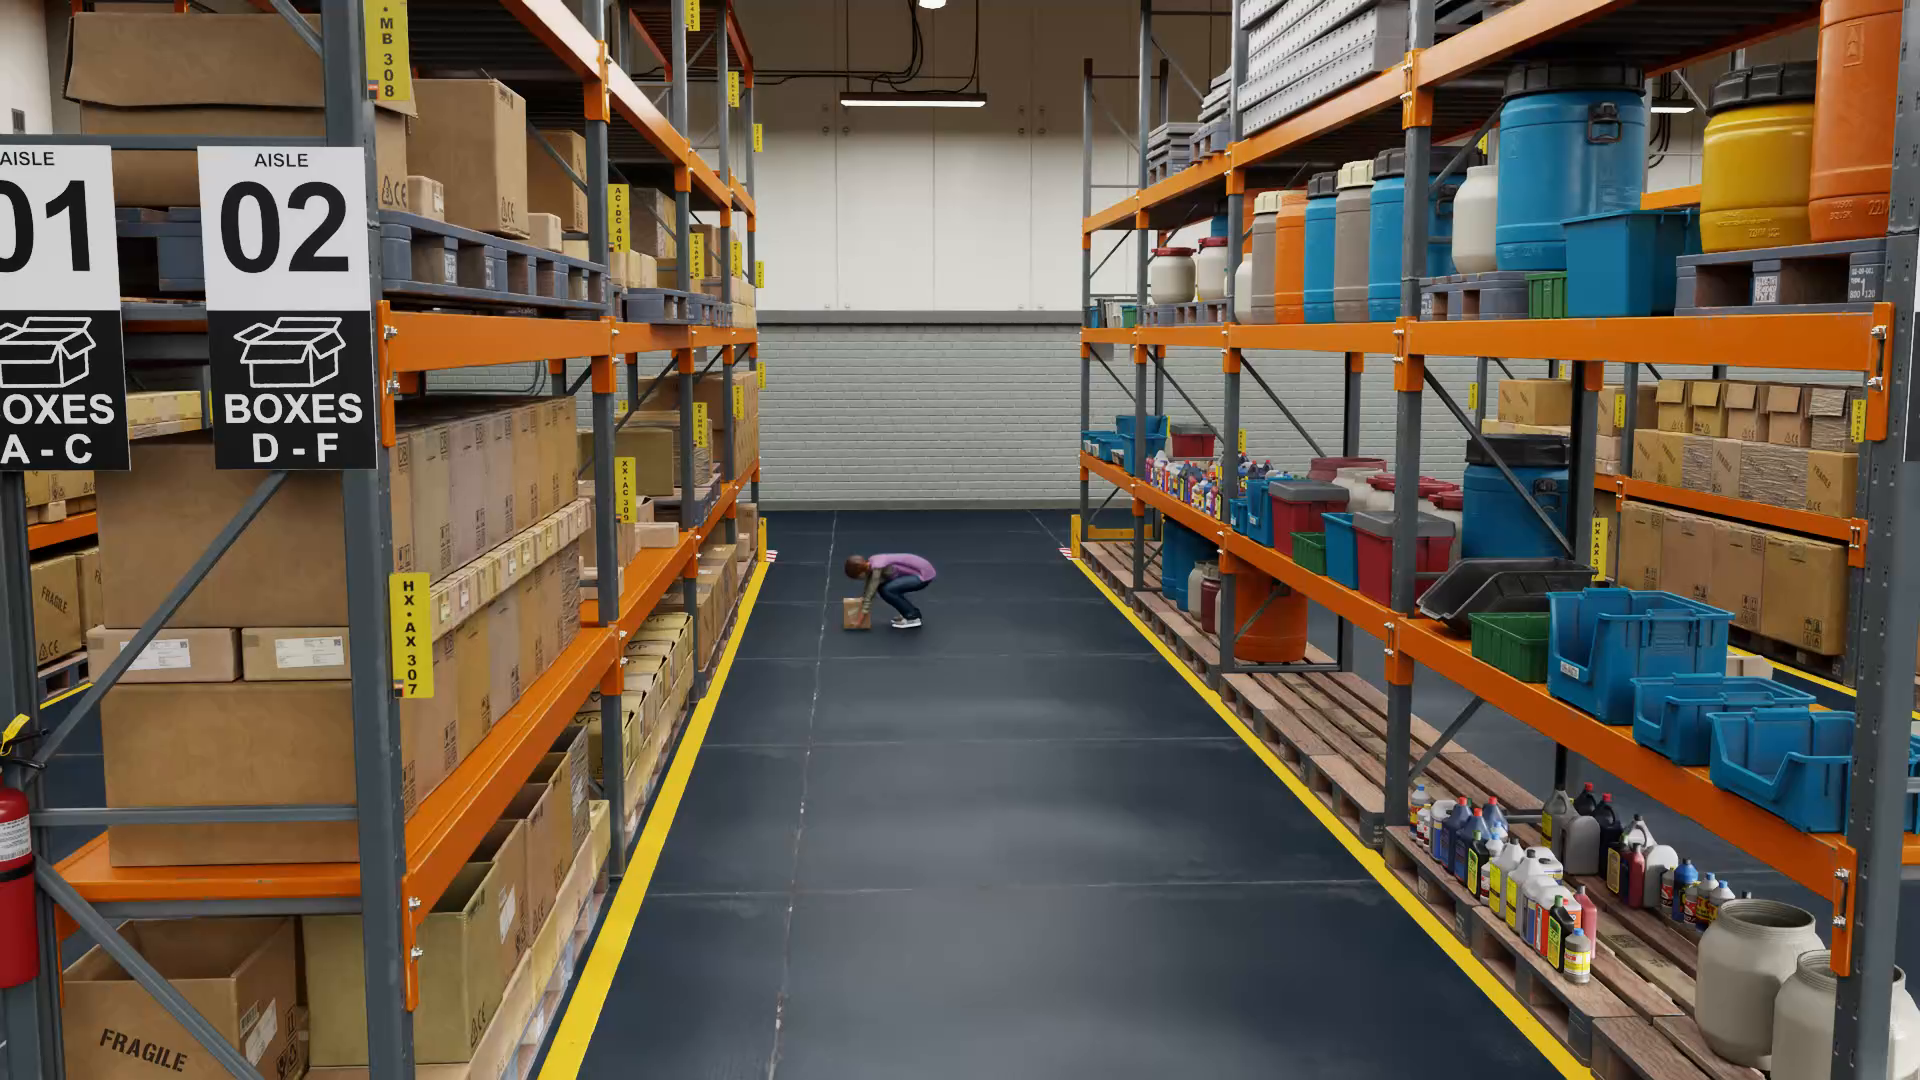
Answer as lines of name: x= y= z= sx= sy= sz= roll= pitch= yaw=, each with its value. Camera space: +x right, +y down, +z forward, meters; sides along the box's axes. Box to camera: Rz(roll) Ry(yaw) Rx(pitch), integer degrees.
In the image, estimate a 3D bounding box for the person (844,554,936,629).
person: x=-0.656 y=0.485 z=15.685 sx=0.868 sy=0.715 sz=0.419 roll=-1 pitch=7 yaw=-5
